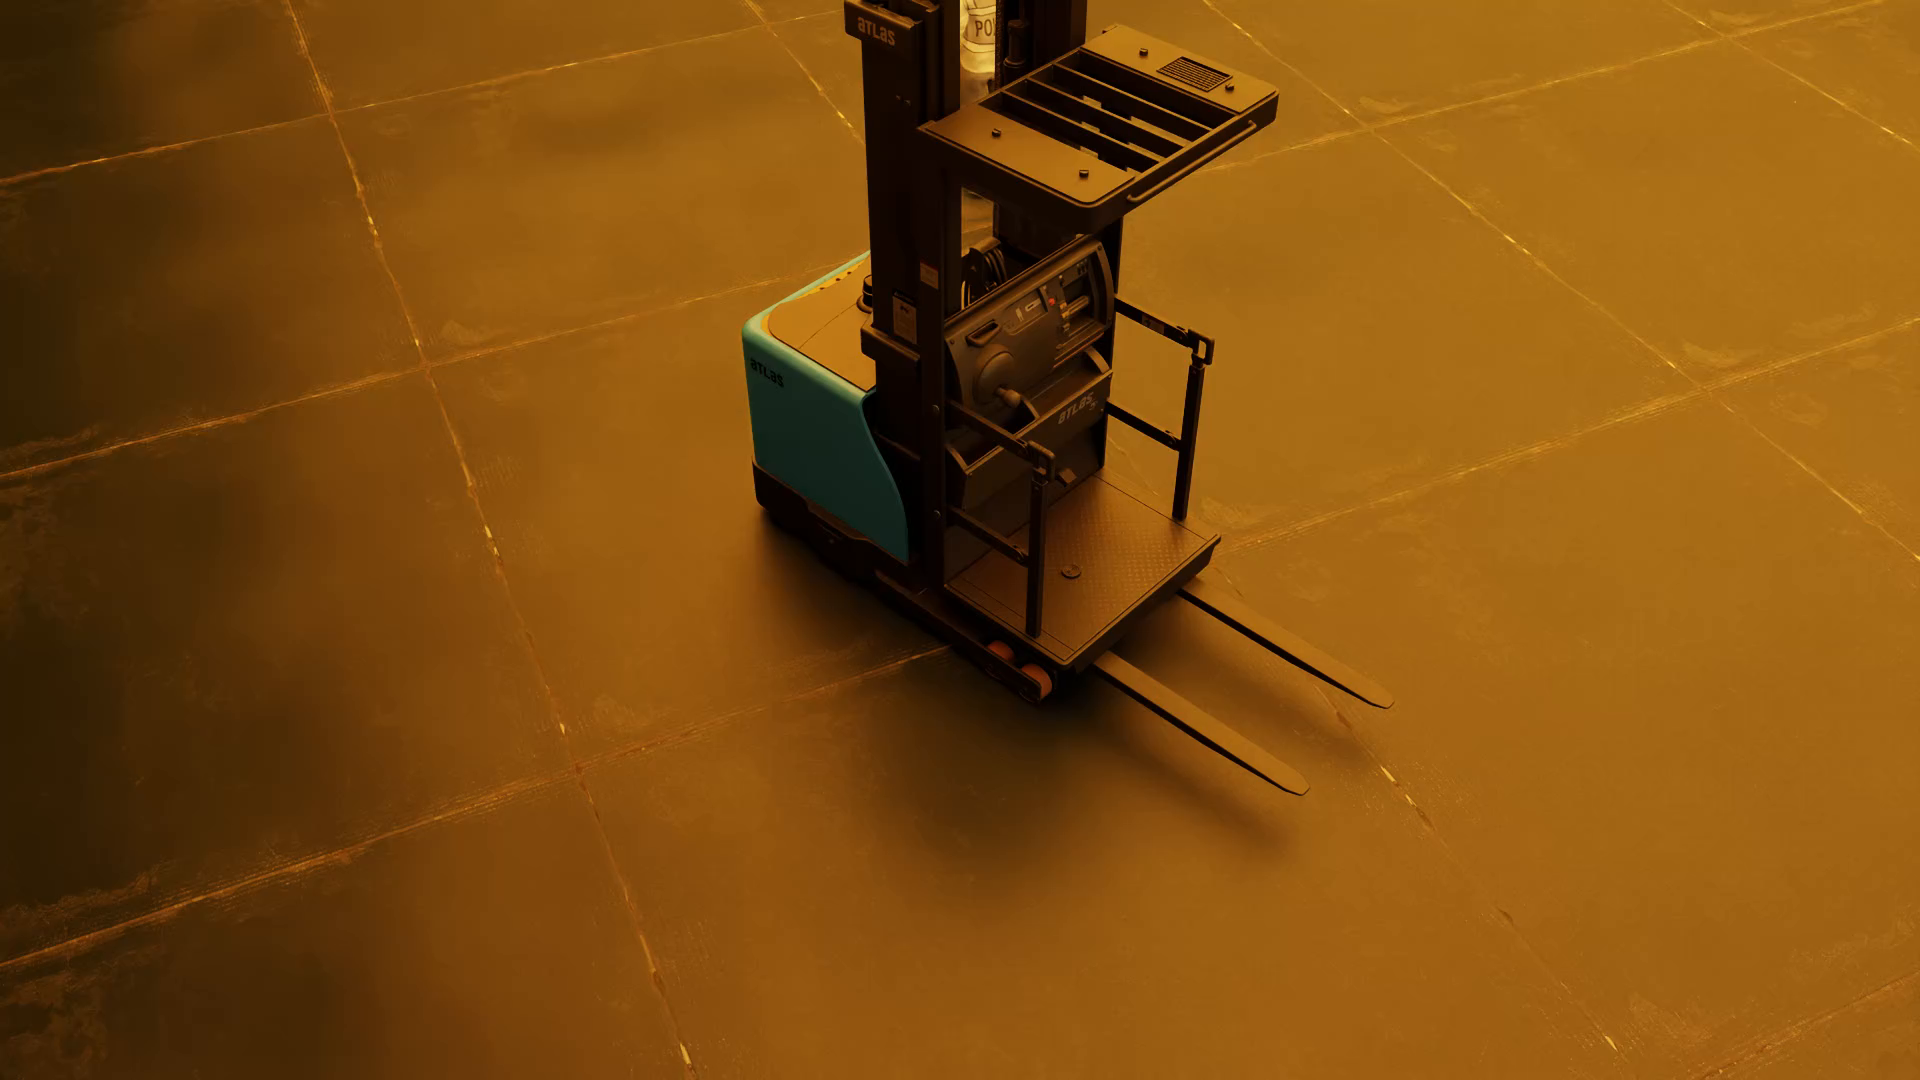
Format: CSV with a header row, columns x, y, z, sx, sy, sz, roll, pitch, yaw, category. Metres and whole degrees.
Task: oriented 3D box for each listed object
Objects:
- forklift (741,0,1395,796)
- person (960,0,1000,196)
x,y,z,sx,sy,sz,roll,pitch,yaw,category
0.445,-0.788,6.525,3.031,2.935,1.130,32,52,30,forklift
0.119,-2.765,9.538,0.587,1.694,0.531,-16,45,-16,person
